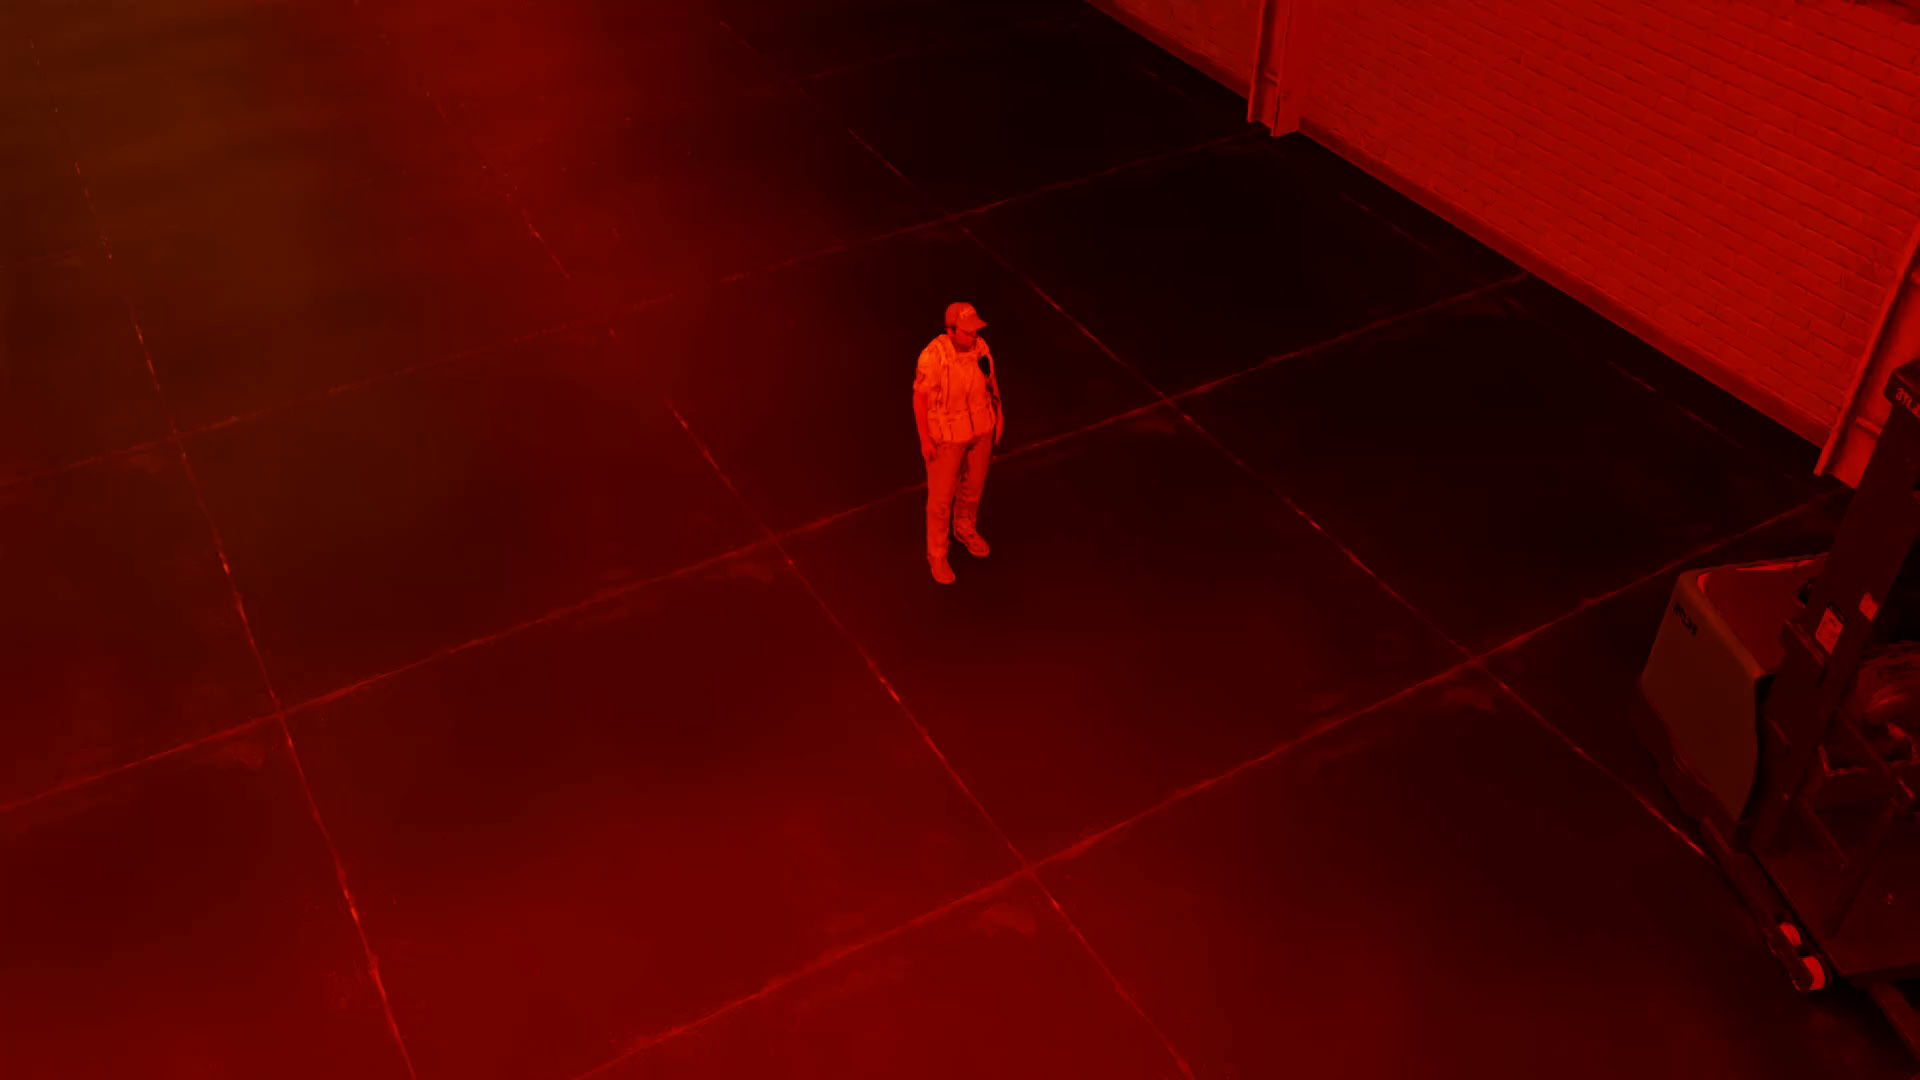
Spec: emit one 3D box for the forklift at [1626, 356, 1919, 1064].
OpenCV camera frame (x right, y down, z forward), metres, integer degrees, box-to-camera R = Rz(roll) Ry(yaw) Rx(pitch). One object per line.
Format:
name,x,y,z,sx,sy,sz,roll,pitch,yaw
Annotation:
forklift,4.400,0.726,7.161,1.130,2.935,3.031,-7,40,-8

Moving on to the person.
person,0.019,-0.597,9.736,0.598,1.669,0.529,-20,44,-23
